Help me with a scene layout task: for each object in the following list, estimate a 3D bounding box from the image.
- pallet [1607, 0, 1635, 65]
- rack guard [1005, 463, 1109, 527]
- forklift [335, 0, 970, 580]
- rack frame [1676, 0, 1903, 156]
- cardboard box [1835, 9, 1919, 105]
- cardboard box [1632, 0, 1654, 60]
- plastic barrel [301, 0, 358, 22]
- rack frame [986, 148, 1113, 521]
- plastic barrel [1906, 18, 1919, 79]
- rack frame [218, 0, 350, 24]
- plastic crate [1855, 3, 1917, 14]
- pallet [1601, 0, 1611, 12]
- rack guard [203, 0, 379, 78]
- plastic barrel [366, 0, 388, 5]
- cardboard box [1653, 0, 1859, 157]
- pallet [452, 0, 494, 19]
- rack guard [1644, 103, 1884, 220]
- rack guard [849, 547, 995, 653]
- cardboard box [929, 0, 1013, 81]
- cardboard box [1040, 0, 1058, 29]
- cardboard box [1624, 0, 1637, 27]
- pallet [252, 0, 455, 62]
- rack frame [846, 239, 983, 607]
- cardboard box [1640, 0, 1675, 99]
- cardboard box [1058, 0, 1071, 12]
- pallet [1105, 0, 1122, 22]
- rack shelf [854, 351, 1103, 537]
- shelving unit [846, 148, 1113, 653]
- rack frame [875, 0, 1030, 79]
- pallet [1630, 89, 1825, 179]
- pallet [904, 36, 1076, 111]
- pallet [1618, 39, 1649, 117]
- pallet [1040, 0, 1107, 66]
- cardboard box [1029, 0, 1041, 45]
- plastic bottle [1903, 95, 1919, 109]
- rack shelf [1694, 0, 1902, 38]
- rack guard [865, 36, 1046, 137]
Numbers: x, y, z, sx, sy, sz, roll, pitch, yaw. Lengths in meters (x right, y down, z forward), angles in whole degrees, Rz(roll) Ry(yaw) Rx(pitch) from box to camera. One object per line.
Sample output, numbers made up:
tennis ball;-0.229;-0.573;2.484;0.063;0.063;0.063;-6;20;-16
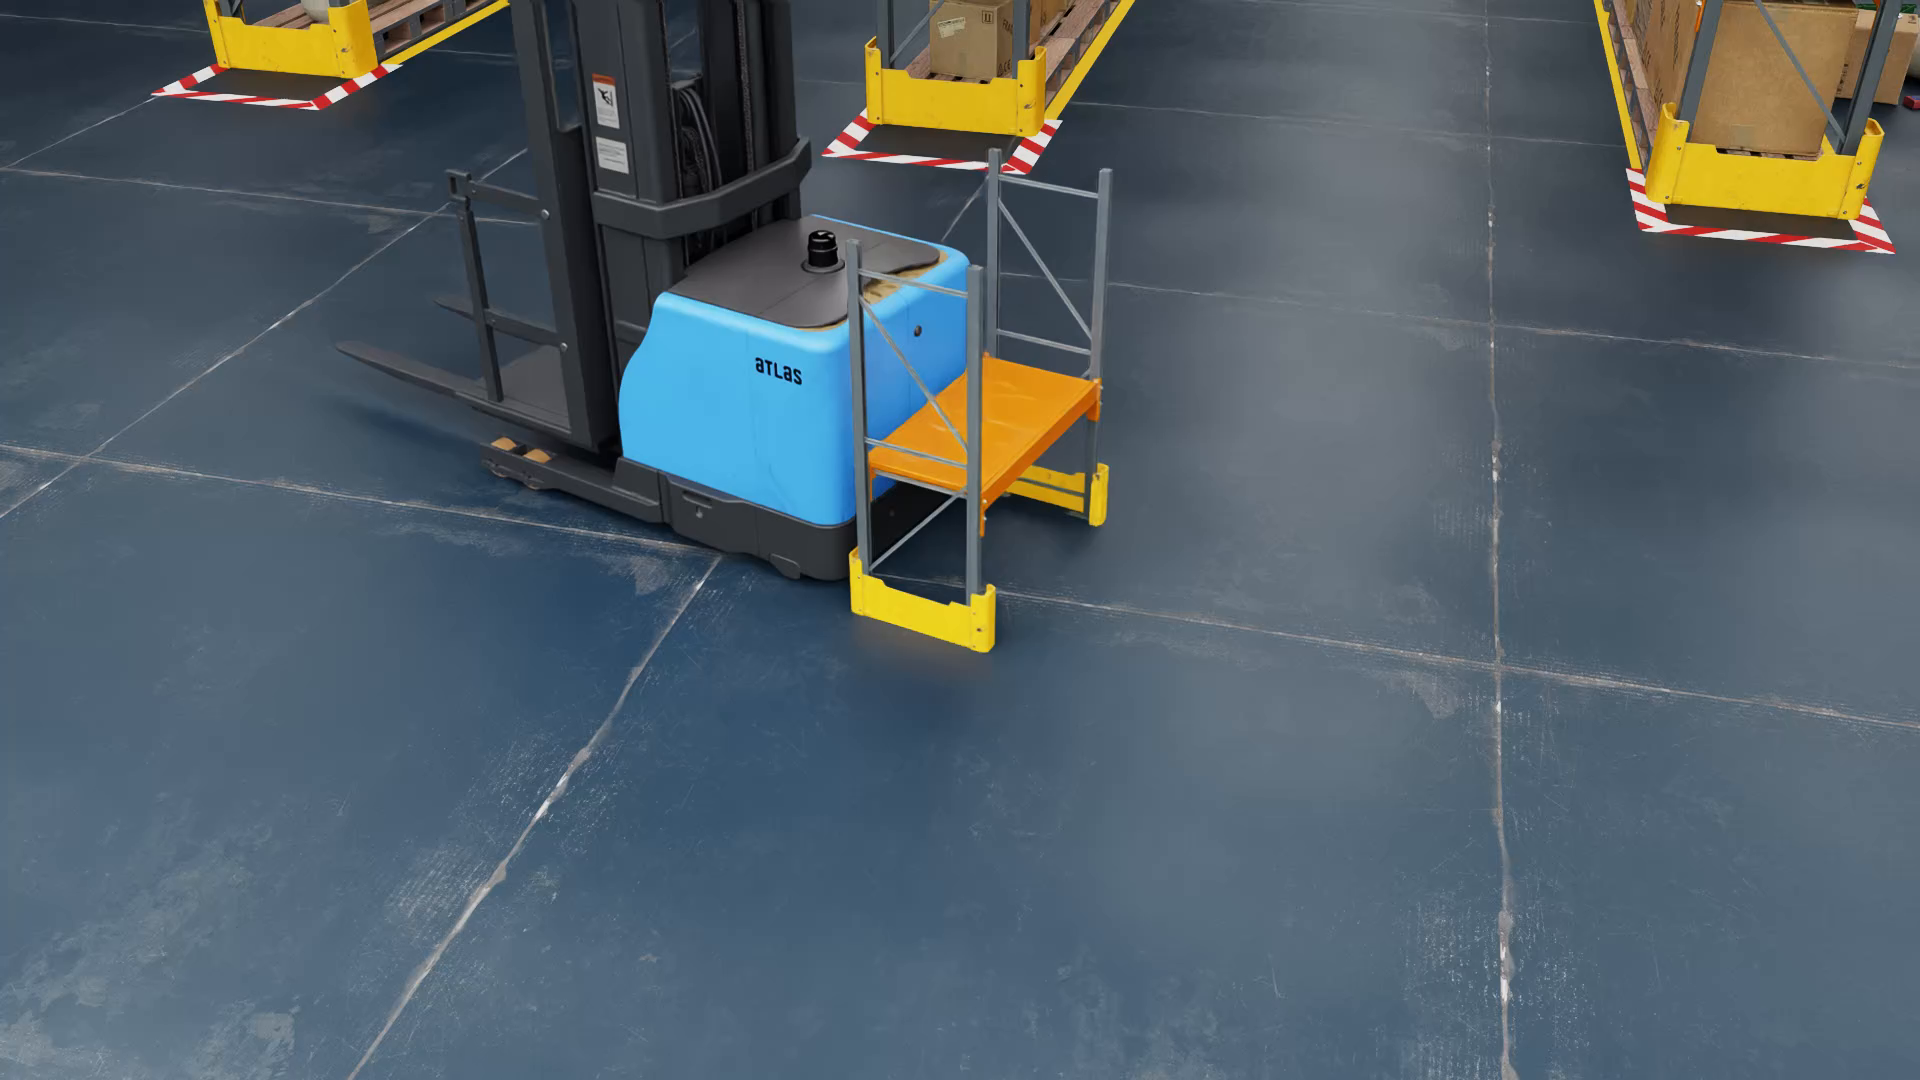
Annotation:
pallet;5.469;-3.819;12.561;1.003;0.211;1.213;8;33;12
rack guard;0.333;-0.251;6.911;0.587;0.250;0.087;16;36;24
forklift;-1.464;-1.671;6.647;3.031;2.935;1.130;19;37;27
rack frame;4.722;-3.304;9.152;1.000;3.000;0.127;8;33;12
cardboard box;6.336;-3.381;11.600;0.500;0.500;0.500;14;35;21
cardboard box;5.285;-3.875;11.639;0.875;0.875;0.875;8;33;13
plastic barrel;-4.747;-4.186;12.466;0.421;0.512;0.421;0;32;0
rack frame;0.333;-0.779;6.577;0.500;1.500;0.032;16;36;24
plastic barrel;6.933;-3.495;11.853;0.421;0.421;0.512;-21;38;-29
rack frame;-4.841;-4.706;11.357;1.000;3.000;0.127;8;33;12
plastic crate;6.960;-3.949;12.733;0.662;0.188;0.450;-28;32;-37
pallet;5.860;-4.614;13.811;1.003;0.211;1.213;8;33;12
rack guard;-4.867;-3.697;12.100;1.175;0.500;0.348;8;33;12
plastic barrel;-4.620;-4.446;12.875;0.421;0.512;0.421;0;32;0
cardboard box;4.830;-2.946;10.177;0.875;0.875;0.875;8;33;13
pallet;-4.344;-4.627;13.832;1.003;0.211;1.213;8;33;12
rack guard;4.716;-2.237;9.803;1.175;0.500;0.348;8;33;12
rack guard;-0.142;0.219;6.173;0.587;0.250;0.087;16;36;24
cardboard box;0.125;-3.476;11.361;0.500;0.500;0.500;14;35;21
cardboard box;0.421;-4.113;12.363;0.500;0.500;0.500;11;34;17
cardboard box;5.510;-4.344;12.376;0.875;0.875;0.875;9;33;13
pallet;-4.655;-3.996;12.839;1.003;0.211;1.213;8;33;12
rack frame;-0.152;-0.299;5.823;0.500;1.500;0.032;16;36;24
cardboard box;5.052;-3.403;10.895;0.875;0.875;0.875;8;33;12
cardboard box;0.606;-4.397;12.809;0.500;0.500;0.500;5;33;8
pallet;0.829;-4.578;13.754;1.003;0.211;1.213;8;33;12
rack shelf;0.091;-0.387;6.297;0.538;0.185;1.000;16;36;24
shelving unit;0.095;-0.543;6.207;0.587;1.500;1.083;16;36;24
rack frame;-0.050;-4.032;10.296;1.000;3.000;0.127;8;33;12
pallet;4.850;-2.553;10.569;1.003;0.211;1.213;8;33;12
pallet;0.210;-3.311;11.762;1.003;0.211;1.213;8;33;12
pallet;5.161;-3.184;11.562;1.003;0.211;1.213;8;33;12
pallet;0.522;-3.943;12.755;1.003;0.211;1.213;8;33;12
cardboard box;0.244;-3.791;11.856;0.500;0.500;0.500;17;36;25
plastic bottle;6.657;-3.012;11.431;0.283;0.061;0.133;-3;33;-4
rack shelf;5.230;-4.039;10.977;1.077;0.370;4.000;8;33;12
rack guard;-0.030;-3.017;11.029;1.175;0.500;0.348;8;33;12
